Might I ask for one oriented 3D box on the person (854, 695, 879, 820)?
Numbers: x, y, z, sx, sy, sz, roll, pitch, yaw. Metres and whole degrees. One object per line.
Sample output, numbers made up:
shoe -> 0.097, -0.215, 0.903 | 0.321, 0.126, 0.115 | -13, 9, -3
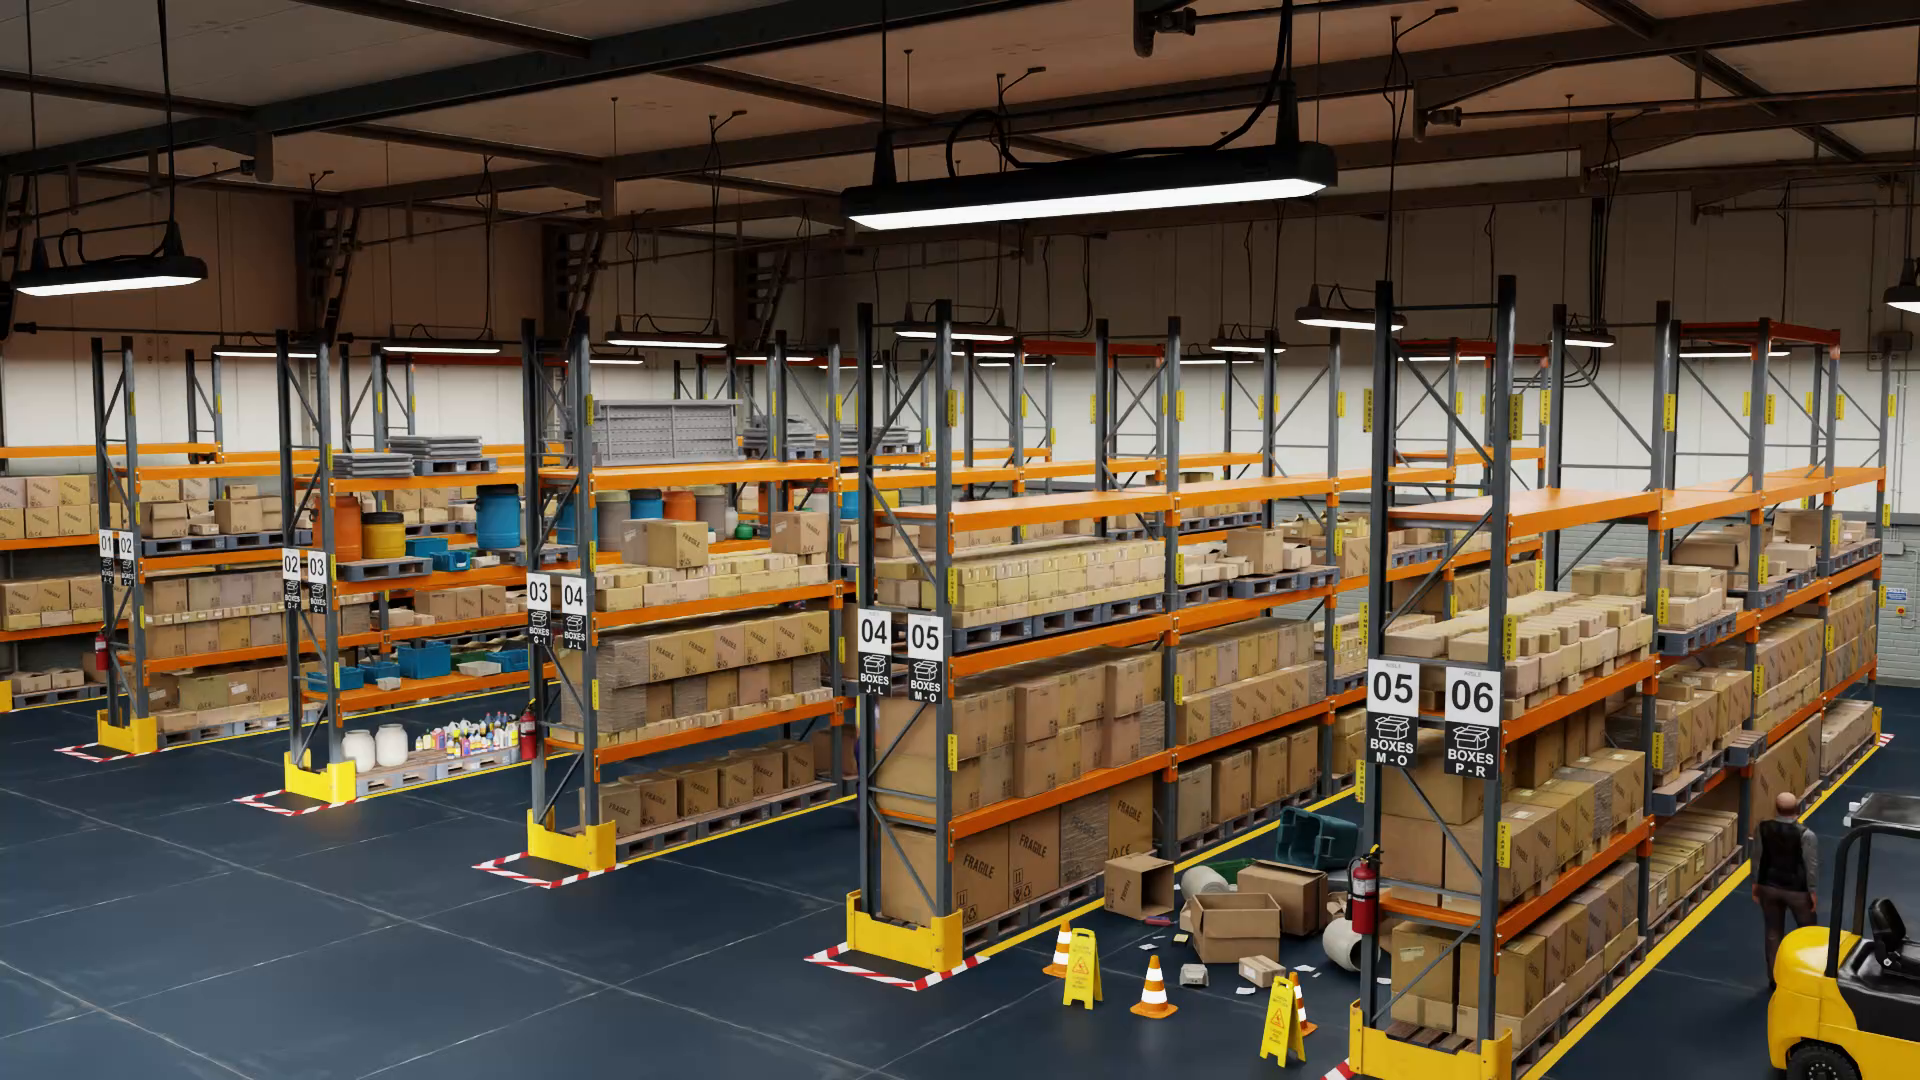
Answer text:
person -> -1.103, 2.589, 20.203 | 0.477, 1.640, 0.545 | -4, 7, -40

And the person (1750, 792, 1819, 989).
person -> 7.153, 3.055, 14.444 | 0.571, 1.722, 0.506 | 5, 7, 43

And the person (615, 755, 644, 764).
person -> -4.678, 2.236, 23.567 | 0.587, 1.820, 0.570 | 1, 5, 6
